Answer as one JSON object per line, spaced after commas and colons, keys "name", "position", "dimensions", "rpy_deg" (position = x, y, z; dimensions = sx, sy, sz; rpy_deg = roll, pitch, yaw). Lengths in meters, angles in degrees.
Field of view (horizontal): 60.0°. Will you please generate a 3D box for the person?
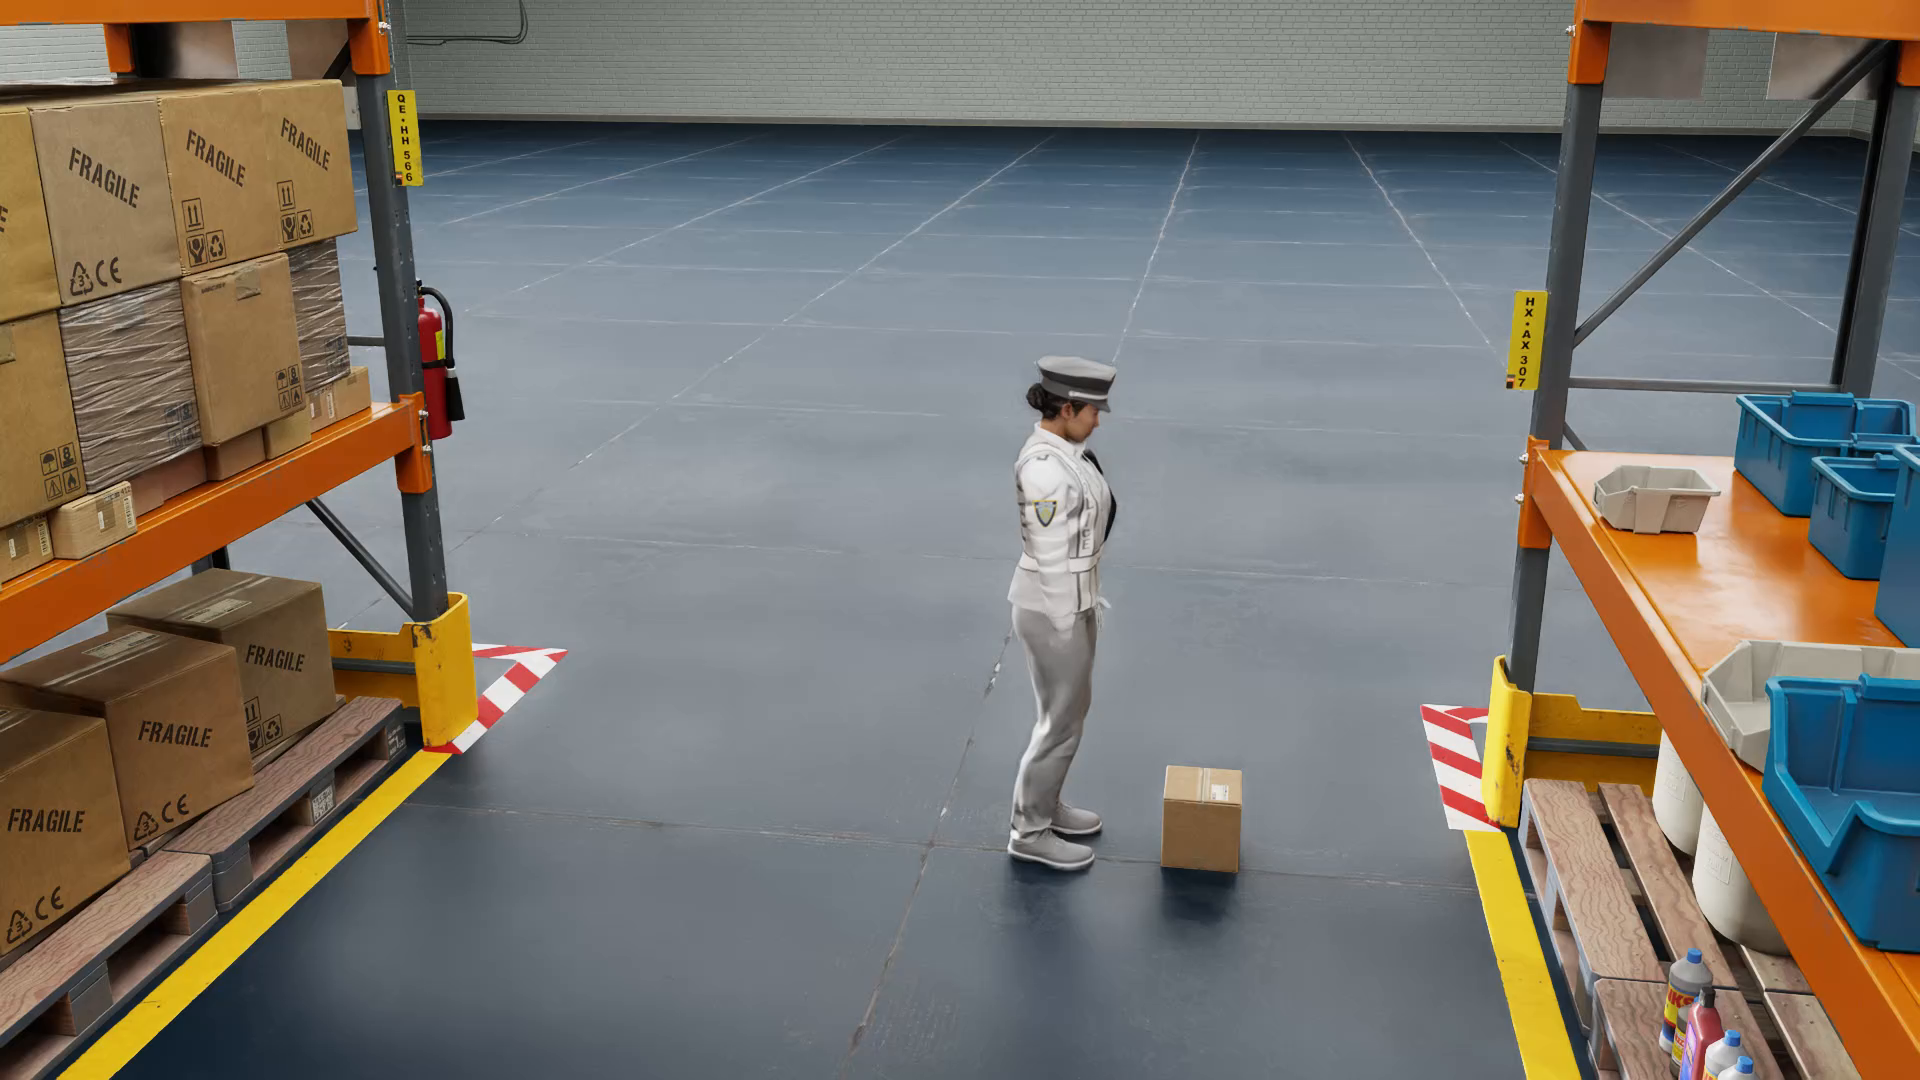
{"name": "person", "position": [0.327, 0.232, 5.380], "dimensions": [0.321, 1.650, 0.475], "rpy_deg": [3, 18, 10]}
